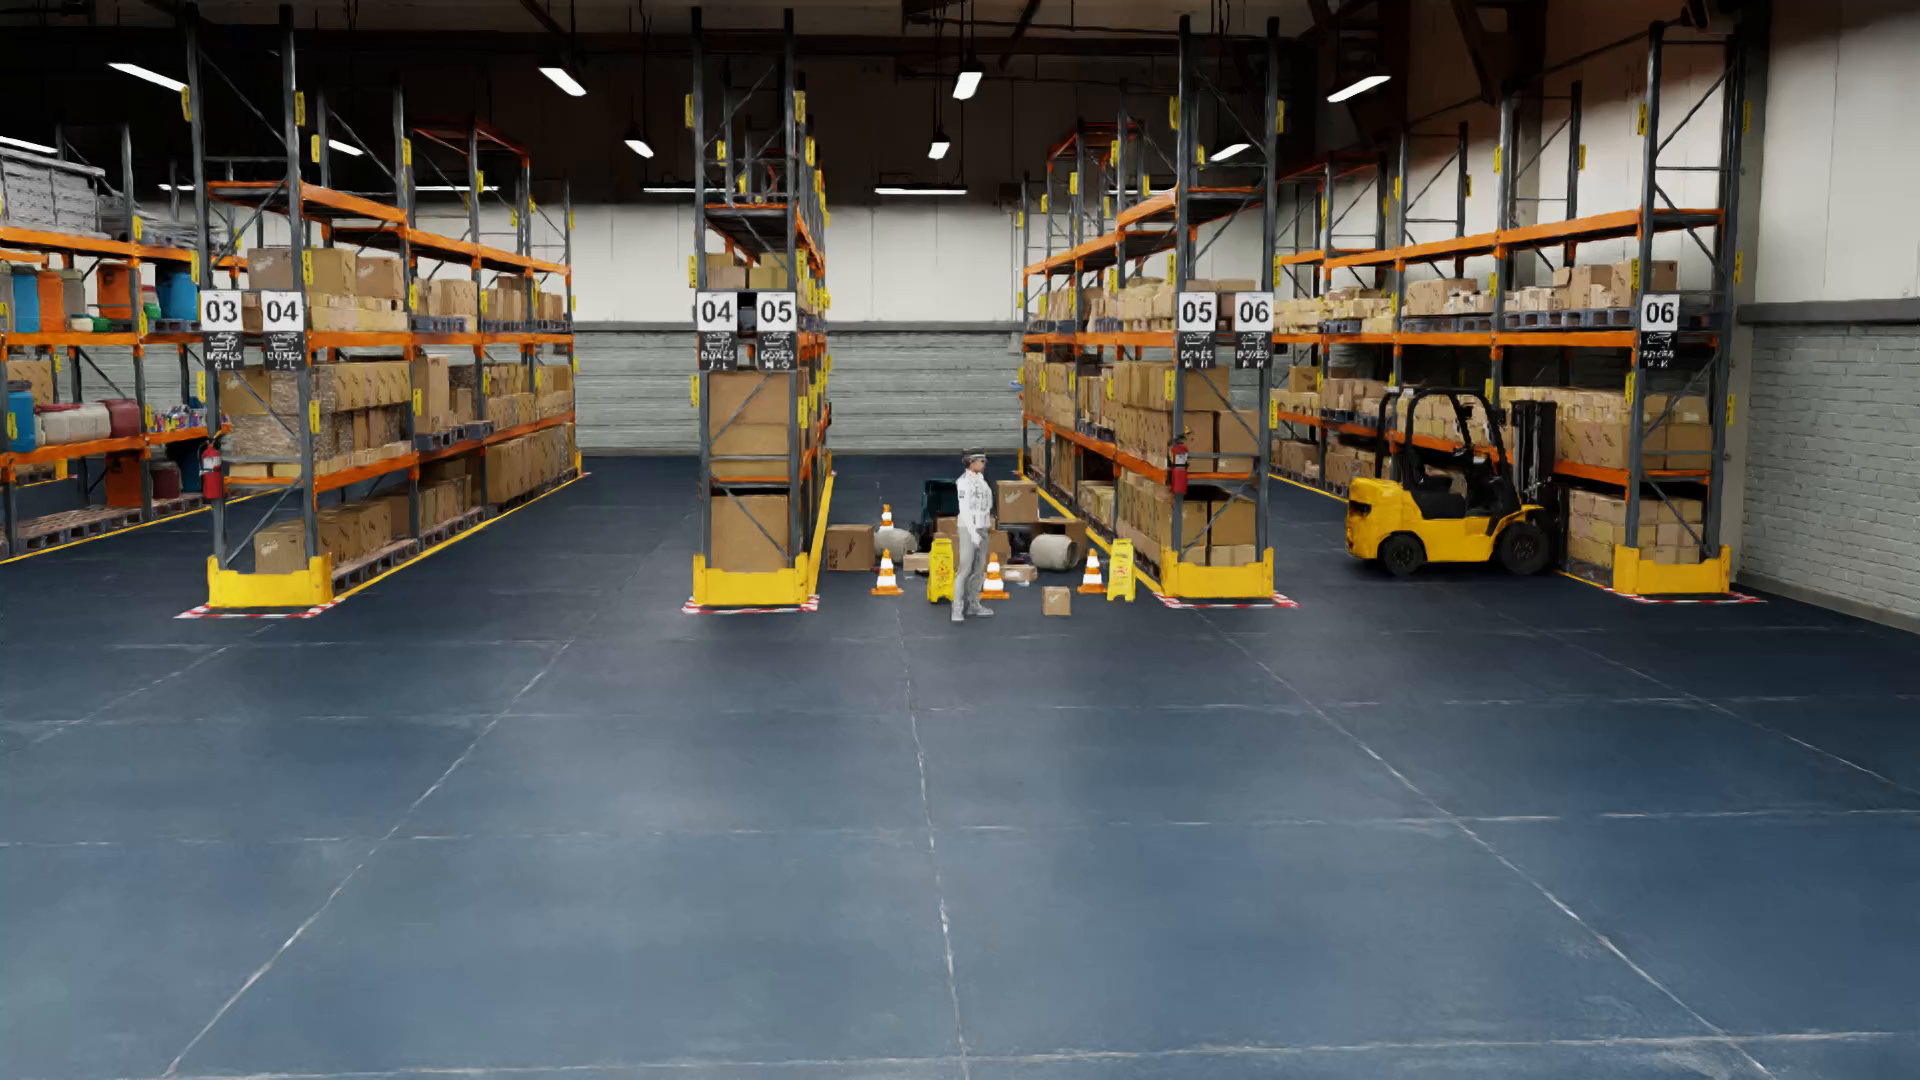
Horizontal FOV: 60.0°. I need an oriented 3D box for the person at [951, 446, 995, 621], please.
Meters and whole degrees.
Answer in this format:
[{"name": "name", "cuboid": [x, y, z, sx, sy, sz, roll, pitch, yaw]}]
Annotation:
[{"name": "person", "cuboid": [0.109, -0.075, 16.243, 0.340, 1.671, 0.658, 4, 8, 28]}]
